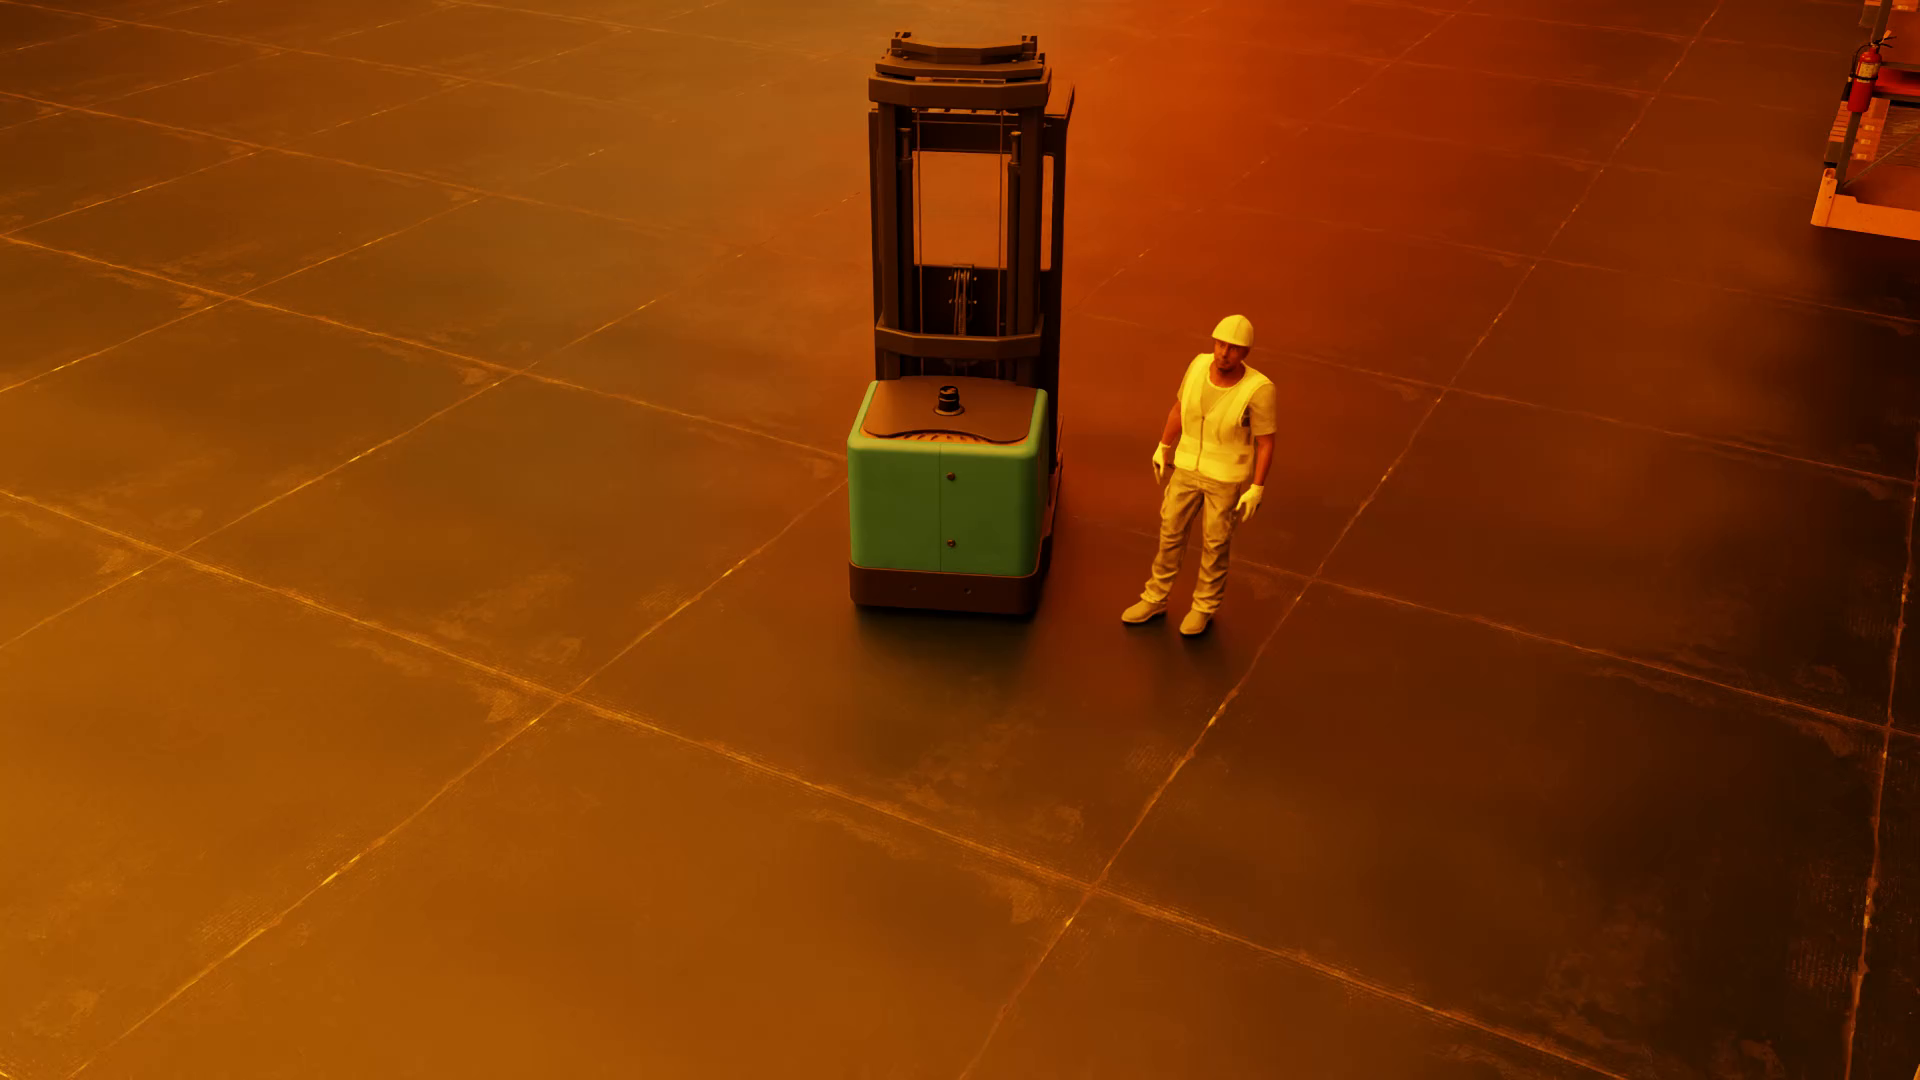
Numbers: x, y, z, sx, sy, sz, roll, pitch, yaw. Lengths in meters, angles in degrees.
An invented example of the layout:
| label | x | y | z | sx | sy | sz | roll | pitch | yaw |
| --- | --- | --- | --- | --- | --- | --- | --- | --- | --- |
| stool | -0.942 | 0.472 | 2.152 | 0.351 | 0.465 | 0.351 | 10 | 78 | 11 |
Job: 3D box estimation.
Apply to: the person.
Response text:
| label | x | y | z | sx | sy | sz | roll | pitch | yaw |
| --- | --- | --- | --- | --- | --- | --- | --- | --- | --- |
| person | 1.283 | -0.325 | 8.771 | 0.659 | 1.786 | 0.564 | 23 | 37 | 34 |

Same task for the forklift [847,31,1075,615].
| label | x | y | z | sx | sy | sz | roll | pitch | yaw |
| --- | --- | --- | --- | --- | --- | --- | --- | --- | --- |
| forklift | 0.072 | -1.572 | 9.794 | 1.130 | 2.935 | 3.031 | 3 | 30 | 6 |
